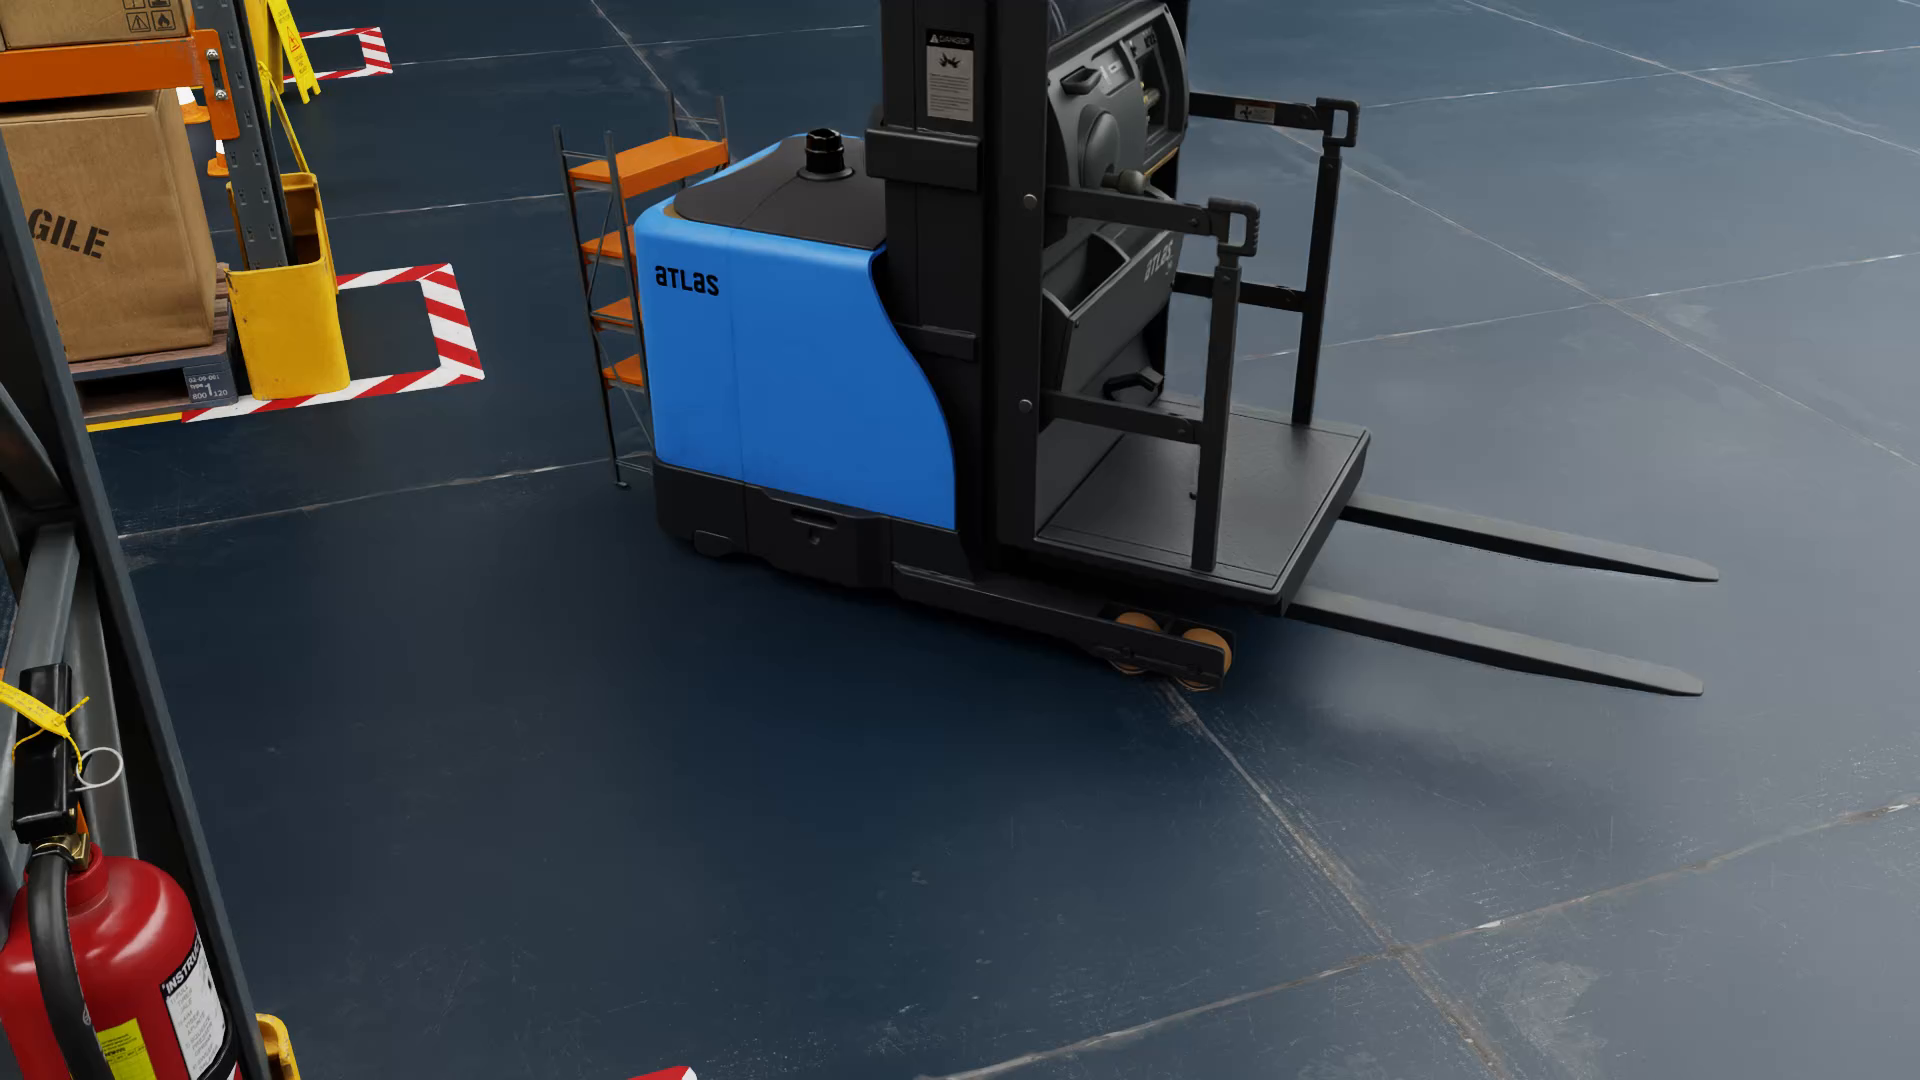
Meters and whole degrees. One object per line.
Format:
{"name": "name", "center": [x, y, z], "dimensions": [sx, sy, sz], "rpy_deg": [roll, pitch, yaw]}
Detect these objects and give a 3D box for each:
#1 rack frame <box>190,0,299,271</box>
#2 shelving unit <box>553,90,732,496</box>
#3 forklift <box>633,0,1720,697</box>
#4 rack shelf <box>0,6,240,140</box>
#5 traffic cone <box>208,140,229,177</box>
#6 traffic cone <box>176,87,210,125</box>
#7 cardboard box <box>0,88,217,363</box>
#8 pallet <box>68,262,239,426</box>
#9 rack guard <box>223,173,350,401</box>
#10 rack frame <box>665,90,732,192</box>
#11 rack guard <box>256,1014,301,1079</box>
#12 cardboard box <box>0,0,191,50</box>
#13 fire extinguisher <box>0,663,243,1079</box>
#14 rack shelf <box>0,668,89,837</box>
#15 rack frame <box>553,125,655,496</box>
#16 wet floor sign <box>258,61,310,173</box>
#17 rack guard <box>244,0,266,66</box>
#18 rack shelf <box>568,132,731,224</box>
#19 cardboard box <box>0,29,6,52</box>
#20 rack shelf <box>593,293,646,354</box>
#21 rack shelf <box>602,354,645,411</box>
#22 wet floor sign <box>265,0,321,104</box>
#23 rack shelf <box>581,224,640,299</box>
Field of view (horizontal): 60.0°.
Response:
{"name": "rack frame", "center": [-2.673, -2.104, 5.913], "dimensions": [0.127, 3.000, 1.000], "rpy_deg": [-10, 31, -18]}
{"name": "shelving unit", "center": [-0.955, -0.796, 5.417], "dimensions": [0.258, 1.200, 0.503], "rpy_deg": [15, 33, 32]}
{"name": "forklift", "center": [0.612, -1.163, 4.331], "dimensions": [3.031, 2.935, 1.130], "rpy_deg": [13, 32, 22]}
{"name": "rack shelf", "center": [-4.548, -1.446, 5.485], "dimensions": [4.000, 0.370, 1.077], "rpy_deg": [-10, 31, -18]}
{"name": "traffic cone", "center": [-3.742, -2.152, 8.560], "dimensions": [0.334, 0.463, 0.336], "rpy_deg": [-10, 31, -18]}
{"name": "traffic cone", "center": [-4.447, -2.608, 9.360], "dimensions": [0.334, 0.463, 0.336], "rpy_deg": [-10, 31, -18]}
{"name": "cardboard box", "center": [-3.286, -1.216, 6.076], "dimensions": [0.875, 0.875, 0.875], "rpy_deg": [-10, 31, -17]}
{"name": "pallet", "center": [-3.396, -0.718, 6.297], "dimensions": [1.213, 0.211, 1.003], "rpy_deg": [-10, 31, -18]}
{"name": "rack guard", "center": [-2.651, -1.022, 6.539], "dimensions": [0.348, 0.500, 1.175], "rpy_deg": [-10, 31, -18]}
{"name": "rack frame", "center": [-0.815, -0.895, 5.591], "dimensions": [0.240, 1.200, 0.015], "rpy_deg": [15, 33, 32]}
{"name": "rack guard", "center": [-1.110, 1.314, 2.439], "dimensions": [0.348, 0.500, 1.175], "rpy_deg": [-10, 31, -18]}
{"name": "cardboard box", "center": [-3.005, -2.084, 5.726], "dimensions": [0.550, 0.550, 0.875], "rpy_deg": [-10, 31, -18]}
{"name": "fire extinguisher", "center": [-0.771, 0.442, 1.522], "dimensions": [0.183, 0.674, 0.296], "rpy_deg": [-10, 31, -18]}
{"name": "rack shelf", "center": [-2.913, 0.872, 1.415], "dimensions": [4.000, 0.370, 1.077], "rpy_deg": [-10, 31, -18]}
{"name": "rack frame", "center": [-1.094, -0.697, 5.243], "dimensions": [0.240, 1.200, 0.015], "rpy_deg": [15, 33, 32]}
{"name": "wet floor sign", "center": [-3.337, -2.005, 8.117], "dimensions": [0.232, 0.644, 0.267], "rpy_deg": [-16, 33, -26]}
{"name": "rack guard", "center": [-4.565, -3.284, 10.509], "dimensions": [0.348, 0.500, 1.175], "rpy_deg": [-10, 31, -18]}
{"name": "rack shelf", "center": [-0.979, -1.145, 5.238], "dimensions": [0.258, 0.148, 0.480], "rpy_deg": [15, 33, 32]}
{"name": "cardboard box", "center": [-3.513, -1.979, 5.542], "dimensions": [0.550, 0.550, 0.875], "rpy_deg": [-10, 31, -18]}
{"name": "rack shelf", "center": [-0.951, -0.736, 5.448], "dimensions": [0.258, 0.148, 0.480], "rpy_deg": [15, 33, 32]}
{"name": "rack shelf", "center": [-0.939, -0.560, 5.539], "dimensions": [0.258, 0.148, 0.480], "rpy_deg": [15, 33, 32]}
{"name": "wet floor sign", "center": [-3.943, -2.897, 9.682], "dimensions": [0.232, 0.644, 0.267], "rpy_deg": [0, 30, 0]}
{"name": "rack shelf", "center": [-0.964, -0.935, 5.346], "dimensions": [0.258, 0.148, 0.480], "rpy_deg": [15, 33, 32]}
